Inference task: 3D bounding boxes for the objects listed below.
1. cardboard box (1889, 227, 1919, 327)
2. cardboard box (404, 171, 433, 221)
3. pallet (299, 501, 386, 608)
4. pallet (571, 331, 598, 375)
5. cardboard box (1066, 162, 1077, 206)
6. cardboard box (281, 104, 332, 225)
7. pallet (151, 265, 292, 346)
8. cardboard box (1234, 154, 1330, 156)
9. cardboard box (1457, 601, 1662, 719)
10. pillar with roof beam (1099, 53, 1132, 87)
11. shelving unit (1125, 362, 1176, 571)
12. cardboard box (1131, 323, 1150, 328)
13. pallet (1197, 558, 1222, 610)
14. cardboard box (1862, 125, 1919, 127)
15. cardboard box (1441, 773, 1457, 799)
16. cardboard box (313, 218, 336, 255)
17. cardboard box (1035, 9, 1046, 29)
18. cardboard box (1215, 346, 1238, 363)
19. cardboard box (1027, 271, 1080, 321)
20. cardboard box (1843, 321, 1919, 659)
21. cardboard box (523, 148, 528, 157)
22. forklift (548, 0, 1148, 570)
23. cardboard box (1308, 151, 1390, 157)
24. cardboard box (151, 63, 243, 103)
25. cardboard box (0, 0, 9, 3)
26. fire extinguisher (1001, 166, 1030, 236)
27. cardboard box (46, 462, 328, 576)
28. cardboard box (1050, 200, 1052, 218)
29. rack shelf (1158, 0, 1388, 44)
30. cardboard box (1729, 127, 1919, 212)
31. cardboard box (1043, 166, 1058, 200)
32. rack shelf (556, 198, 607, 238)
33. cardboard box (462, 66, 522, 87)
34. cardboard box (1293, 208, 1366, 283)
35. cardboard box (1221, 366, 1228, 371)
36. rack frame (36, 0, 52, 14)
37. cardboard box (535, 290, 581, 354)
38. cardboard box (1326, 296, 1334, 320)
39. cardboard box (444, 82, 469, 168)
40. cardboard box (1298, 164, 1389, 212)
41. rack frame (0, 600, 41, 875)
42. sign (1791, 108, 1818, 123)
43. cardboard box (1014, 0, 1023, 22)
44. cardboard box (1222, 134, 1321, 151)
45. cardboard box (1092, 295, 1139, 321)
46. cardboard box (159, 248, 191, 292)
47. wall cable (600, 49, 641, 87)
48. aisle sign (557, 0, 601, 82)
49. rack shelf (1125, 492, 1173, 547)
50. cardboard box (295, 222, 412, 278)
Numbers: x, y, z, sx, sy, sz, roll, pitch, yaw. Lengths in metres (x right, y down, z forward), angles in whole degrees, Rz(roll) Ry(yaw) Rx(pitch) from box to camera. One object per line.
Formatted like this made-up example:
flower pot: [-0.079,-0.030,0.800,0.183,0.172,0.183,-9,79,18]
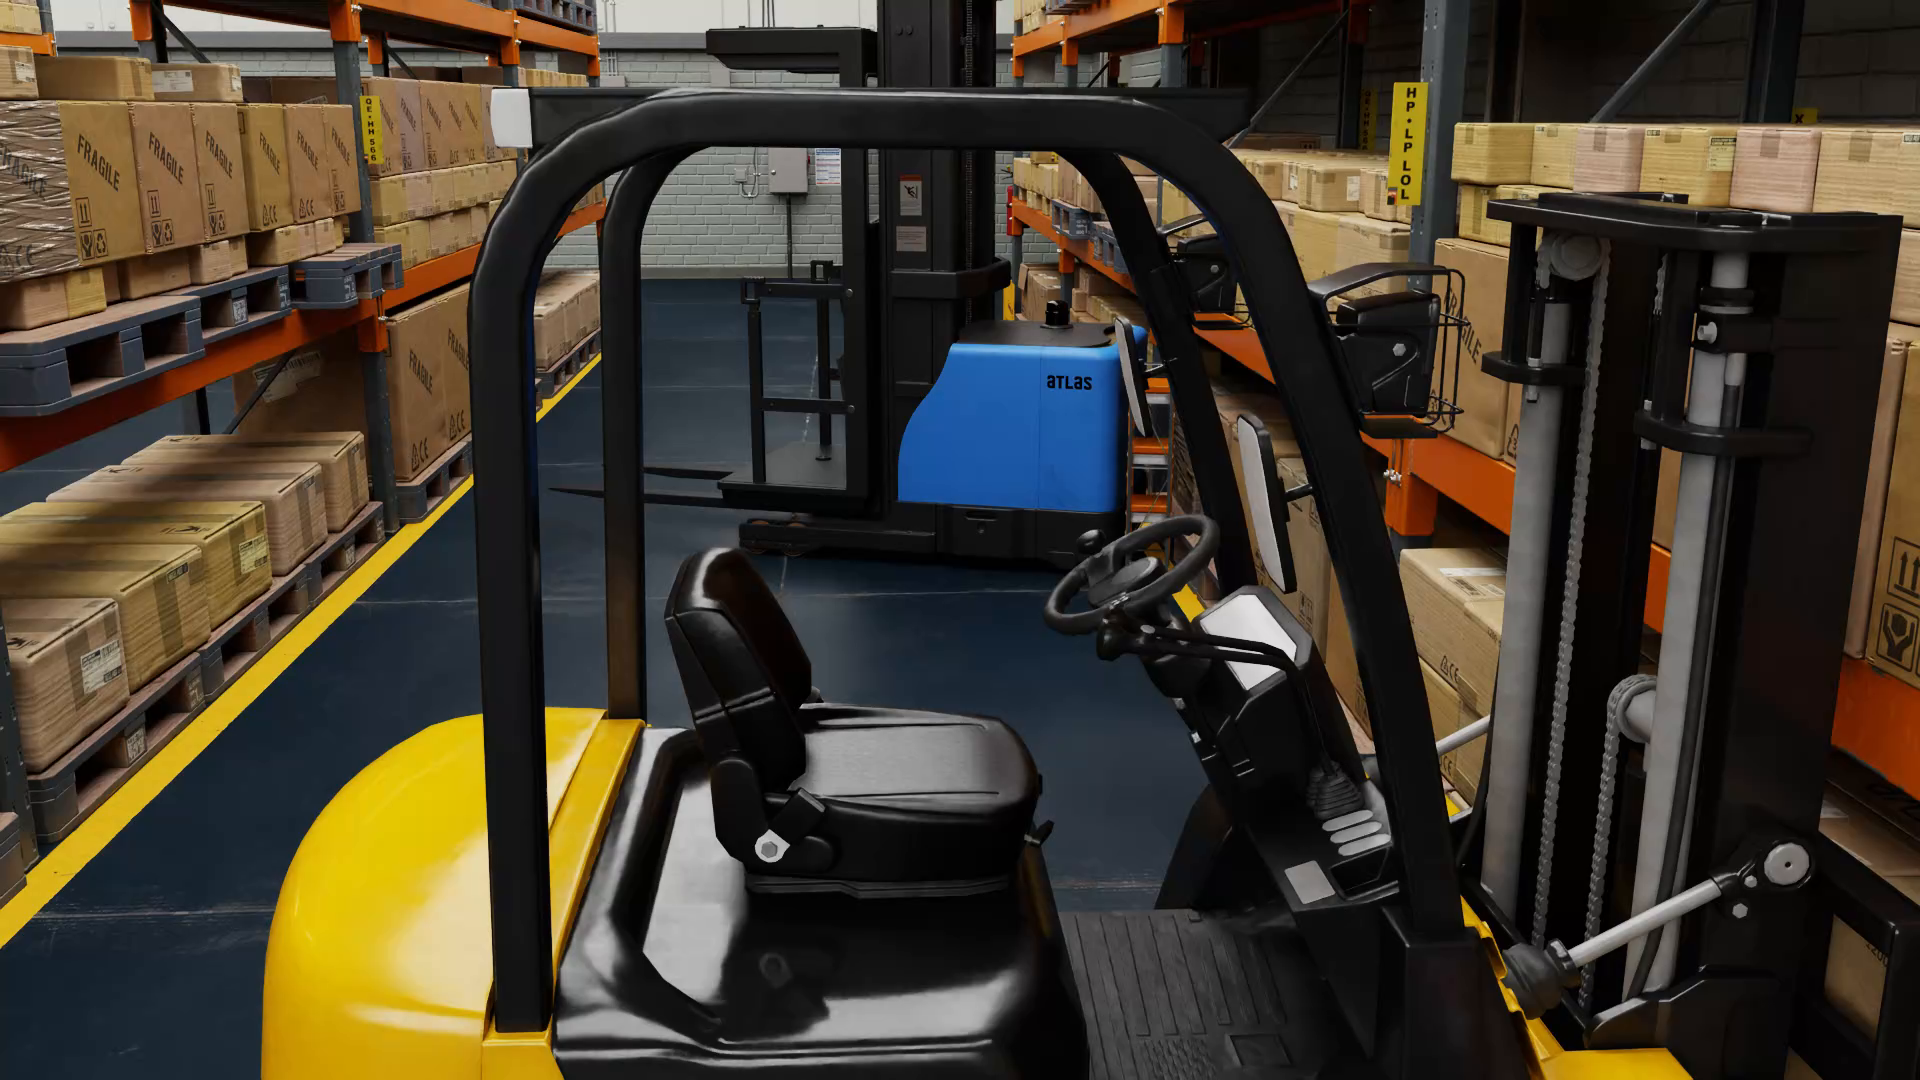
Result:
cardboard box: [1.681,-0.399,2.555,0.380,0.149,0.250,-1,14,-4]
cardboard box: [-3.254,-1.912,9.237,0.500,0.250,0.500,-1,14,-2]
pallet: [-3.391,0.060,7.868,1.003,0.211,1.213,-1,14,-3]
pallet: [-3.733,-1.623,14.412,1.003,0.211,1.213,-1,14,-3]
cardboard box: [1.107,-2.556,11.397,0.700,0.500,0.500,-1,14,-3]
cardboard box: [-3.089,-1.643,7.252,0.500,0.500,0.500,-1,14,-4]
pallet: [-3.274,-0.900,6.389,1.003,0.211,1.213,-1,14,-3]
cardboard box: [1.376,-1.584,7.161,0.380,0.149,0.250,-1,14,-3]
cardboard box: [1.502,0.329,3.895,0.500,0.250,0.500,-1,14,-3]
pillar with roof beam: [-2.544,-7.075,17.965,9.100,9.000,0.400,-1,14,-3]
shelving unit: [0.895,-0.361,7.808,0.215,1.050,0.252,2,14,8]
cardboard box: [1.226,-1.250,10.236,0.380,0.149,0.250,-1,14,-4]
pallet: [1.601,0.296,6.950,1.003,0.211,1.213,-1,14,-3]
cardboard box: [2.167,-0.809,3.552,0.380,0.149,0.250,-1,14,-5]
cardboard box: [1.464,0.686,4.514,0.500,0.250,0.500,-1,14,-3]
cardboard box: [-3.033,-1.361,7.457,0.380,0.149,0.250,-1,14,-4]
cardboard box: [0.826,-4.355,13.918,0.380,0.149,0.250,-1,14,-2]
cardboard box: [1.710,-1.131,9.773,0.380,0.149,0.250,-1,14,-3]
cardboard box: [0.978,-2.178,15.144,0.700,0.500,0.500,0,14,-1]
cardboard box: [1.622,-0.121,2.775,0.500,0.500,0.500,-1,14,-3]
cardboard box: [-3.473,-3.134,12.480,0.500,0.500,0.500,-1,14,-3]
forklift: [-0.606,-1.459,8.316,3.031,2.935,1.130,4,15,14]
cardboard box: [1.821,-1.718,7.682,0.380,0.149,0.250,-1,14,-3]
cardboard box: [-3.055,-1.792,6.529,0.380,0.149,0.250,-2,15,-6]
cardboard box: [-8.552,-4.757,14.273,0.500,0.250,0.500,-1,14,-5]
fire extinguisher: [0.550,-3.363,16.481,0.296,0.674,0.183,-1,14,-3]
cardboard box: [-3.359,-0.091,7.292,0.950,0.372,0.625,-1,14,-5]
cardboard box: [0.918,-2.639,13.268,0.380,0.149,0.250,-1,14,-2]
rack shelf: [1.640,-2.169,6.360,1.077,0.370,4.000,-1,14,-3]
cardboard box: [1.647,-0.671,3.014,0.380,0.149,0.250,-1,14,-4]
cardboard box: [0.948,-2.875,13.386,0.500,0.250,0.500,-1,14,-3]
rack shelf: [-3.809,-2.628,14.165,1.077,0.370,4.000,-1,14,-3]
cardboard box: [-3.446,-3.409,12.245,0.380,0.149,0.250,-1,14,-4]
cardboard box: [1.439,-0.983,5.624,0.500,0.250,0.500,-1,14,-5]
cardboard box: [1.255,-0.781,9.717,0.500,0.500,0.500,-1,14,-4]
rack frame: [-8.868,-6.278,14.867,1.000,3.000,0.127,-1,14,-3]
cardboard box: [-3.673,-1.822,13.888,0.875,0.438,0.875,-1,14,-5]
cardboard box: [1.435,-0.741,5.687,0.500,0.250,0.500,-1,14,-4]
cardboard box: [-3.309,-2.521,10.098,0.500,0.500,0.500,-1,14,-3]
cardboard box: [1.376,-1.200,5.669,0.380,0.149,0.250,-1,14,-5]
rack frame: [-3.190,-0.490,4.410,1.000,3.000,0.127,-1,14,-3]
sign: [2.318,-1.034,4.628,0.100,0.325,0.005,-1,14,-3]
cardboard box: [0.775,-4.961,15.473,0.500,0.250,0.500,-1,14,-4]
cardboard box: [1.640,-1.944,9.020,0.500,0.500,0.500,0,14,-1]
cardboard box: [1.147,-1.639,11.749,0.380,0.149,0.250,-2,15,-6]
cardboard box: [-2.997,-0.971,5.943,0.380,0.149,0.250,-1,14,-3]
wall cable: [-4.306,-5.383,21.327,0.585,1.953,0.123,-1,14,-3]
aisle sign: [-3.628,-4.756,15.773,0.394,0.787,0.004,-1,14,-3]
rack shelf: [0.895,-0.081,7.877,0.215,0.259,0.240,2,14,8]
cardboard box: [-3.217,-1.537,8.783,0.500,0.250,0.500,-1,14,-4]
